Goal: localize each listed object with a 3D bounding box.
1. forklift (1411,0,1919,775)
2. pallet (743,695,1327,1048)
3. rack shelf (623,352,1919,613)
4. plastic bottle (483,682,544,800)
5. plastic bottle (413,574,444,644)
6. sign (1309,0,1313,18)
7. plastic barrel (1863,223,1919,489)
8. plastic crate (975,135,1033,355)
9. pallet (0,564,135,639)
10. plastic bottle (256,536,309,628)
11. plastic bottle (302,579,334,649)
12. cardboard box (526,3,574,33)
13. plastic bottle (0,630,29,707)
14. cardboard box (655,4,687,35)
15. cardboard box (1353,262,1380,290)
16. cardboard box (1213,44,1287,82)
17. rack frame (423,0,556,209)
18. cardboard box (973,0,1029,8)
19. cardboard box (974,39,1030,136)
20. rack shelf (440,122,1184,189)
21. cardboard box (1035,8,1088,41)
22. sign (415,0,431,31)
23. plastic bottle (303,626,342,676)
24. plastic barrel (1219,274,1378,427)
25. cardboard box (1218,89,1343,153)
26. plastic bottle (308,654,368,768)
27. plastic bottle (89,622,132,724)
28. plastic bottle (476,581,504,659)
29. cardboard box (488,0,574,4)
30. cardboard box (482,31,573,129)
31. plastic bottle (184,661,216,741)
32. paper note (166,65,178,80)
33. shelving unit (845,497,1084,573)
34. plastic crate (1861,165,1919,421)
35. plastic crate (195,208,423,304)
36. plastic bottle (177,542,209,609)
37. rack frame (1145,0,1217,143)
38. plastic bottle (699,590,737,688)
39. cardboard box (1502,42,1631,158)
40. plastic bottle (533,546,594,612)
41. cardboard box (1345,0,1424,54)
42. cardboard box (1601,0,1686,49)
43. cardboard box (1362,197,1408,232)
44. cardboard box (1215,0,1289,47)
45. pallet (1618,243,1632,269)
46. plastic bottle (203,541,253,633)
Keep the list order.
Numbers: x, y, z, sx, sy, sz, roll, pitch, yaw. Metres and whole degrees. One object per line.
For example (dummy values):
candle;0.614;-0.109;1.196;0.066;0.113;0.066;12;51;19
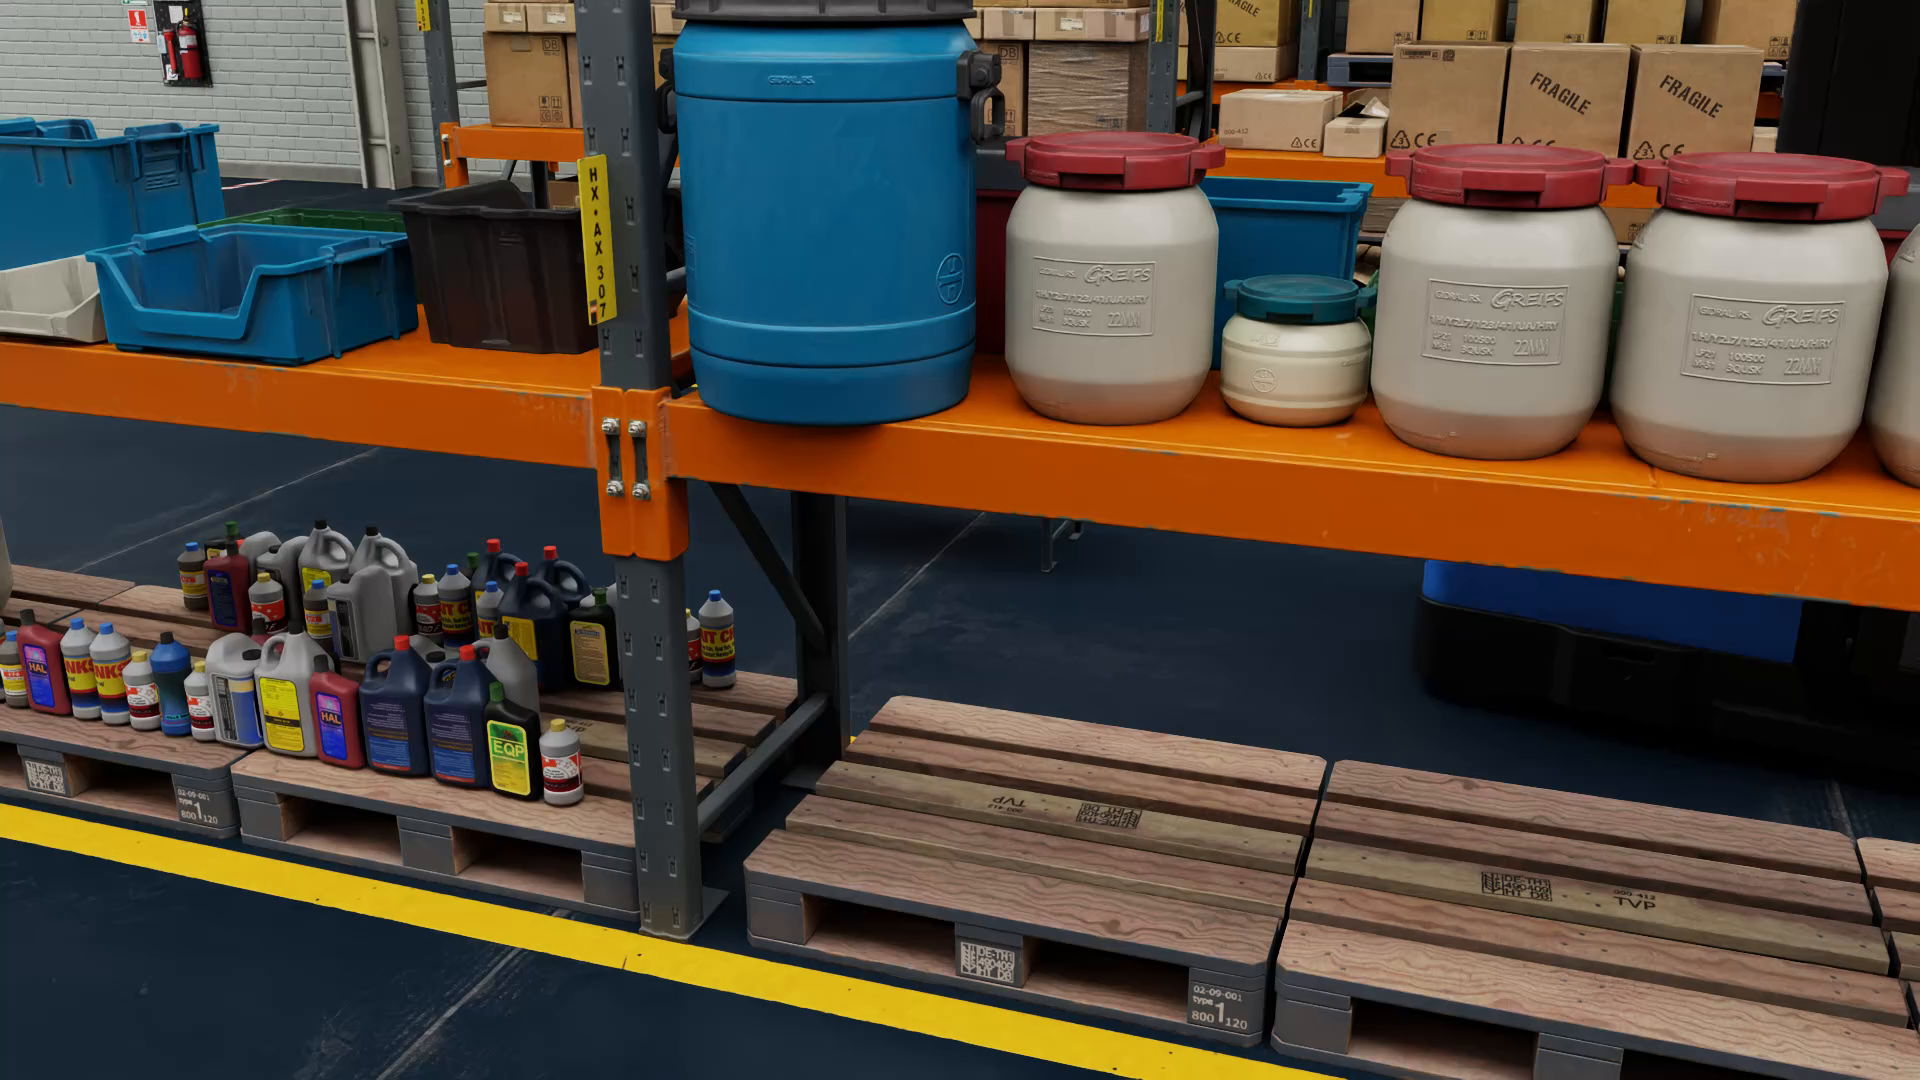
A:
forklift;2.963;-0.821;4.478;3.031;2.935;1.130;10;22;27
pallet;0.224;0.754;4.093;1.213;0.211;1.003;7;20;18
rack shelf;1.359;-0.080;3.342;4.000;0.370;1.077;7;20;18
plastic bottle;-1.093;0.490;4.073;0.133;0.283;0.061;8;21;21
plastic bottle;-1.595;0.203;5.019;0.097;0.201;0.097;0;19;0
sign;2.550;-3.955;12.051;0.005;0.325;0.100;7;20;18
plastic barrel;1.808;-0.347;2.844;0.421;0.512;0.421;0;19;0
plastic crate;0.027;-0.709;3.956;0.583;0.464;0.402;7;20;18
pallet;-3.456;0.332;5.304;1.213;0.211;1.003;7;20;18
plastic bottle;-2.070;0.123;5.135;0.135;0.276;0.152;6;20;17
plastic bottle;-1.911;0.217;4.978;0.097;0.201;0.097;0;19;0
cardboard box;-2.130;-2.824;8.984;0.250;0.149;0.380;6;20;17
plastic bottle;-2.601;0.350;4.599;0.097;0.201;0.097;0;19;0
cardboard box;-1.404;-2.741;8.744;0.250;0.149;0.380;6;20;16
cardboard box;1.878;-1.162;8.041;0.500;0.311;0.500;6;20;17
cardboard box;2.174;-3.612;12.578;0.500;0.250;0.500;7;20;18
rack frame;-2.680;-2.608;9.500;0.127;3.000;1.000;7;20;18
cardboard box;0.200;-2.936;8.318;0.500;0.500;0.700;6;20;18
cardboard box;0.177;-2.324;8.533;0.500;0.500;0.700;6;20;17
rack shelf;-0.791;-2.052;8.999;4.000;0.370;1.077;7;20;18
cardboard box;0.539;-2.519;8.109;0.250;0.149;0.380;6;20;17
sign;-2.868;-2.882;8.851;0.005;0.325;0.100;7;20;18
plastic bottle;-1.710;0.369;4.419;0.133;0.283;0.061;7;20;18
plastic barrel;0.669;-0.380;3.319;0.301;0.262;0.301;0;19;0
cardboard box;1.578;-2.065;8.171;0.500;0.250;0.500;8;21;21
plastic bottle;-1.582;0.434;4.233;0.133;0.283;0.061;8;21;22
plastic bottle;-2.280;0.353;4.482;0.097;0.271;0.097;0;19;0
plastic bottle;-1.333;0.250;4.777;0.097;0.271;0.097;0;19;0
cardboard box;-2.193;-3.207;9.097;0.500;0.500;0.700;7;20;18
cardboard box;-2.243;-2.600;9.327;0.500;0.500;0.700;7;20;18
plastic bottle;-1.993;0.419;4.399;0.097;0.201;0.097;0;19;0
paper note;-8.247;-4.893;17.395;0.142;0.148;0.016;7;20;18
shelving unit;-0.081;-0.717;6.356;1.048;1.500;0.538;7;20;18
plastic crate;1.822;-0.504;3.367;0.583;0.464;0.402;7;20;18
plastic crate;-1.720;-0.770;4.551;0.662;0.188;0.450;7;20;18
plastic bottle;-2.430;0.108;5.293;0.097;0.201;0.097;0;19;0
rack frame;1.099;-2.176;8.260;0.127;3.000;1.000;7;20;18
plastic bottle;-0.688;0.274;4.710;0.097;0.271;0.097;0;19;0
cardboard box;2.789;-2.024;7.673;0.500;0.500;0.500;7;20;18
plastic bottle;-1.157;0.191;4.827;0.185;0.351;0.144;7;20;20
cardboard box;3.190;-3.906;12.403;0.500;0.500;0.700;7;20;18
cardboard box;4.868;-3.714;11.855;0.500;0.500;0.700;7;20;18
cardboard box;3.421;-2.669;12.806;0.500;0.500;0.700;7;20;20
cardboard box;2.173;-3.964;12.449;0.500;0.500;0.500;6;20;18
pallet;4.613;-2.185;12.523;1.213;0.211;1.003;7;20;18
plastic bottle;-2.236;0.138;5.082;0.133;0.283;0.061;7;20;18
